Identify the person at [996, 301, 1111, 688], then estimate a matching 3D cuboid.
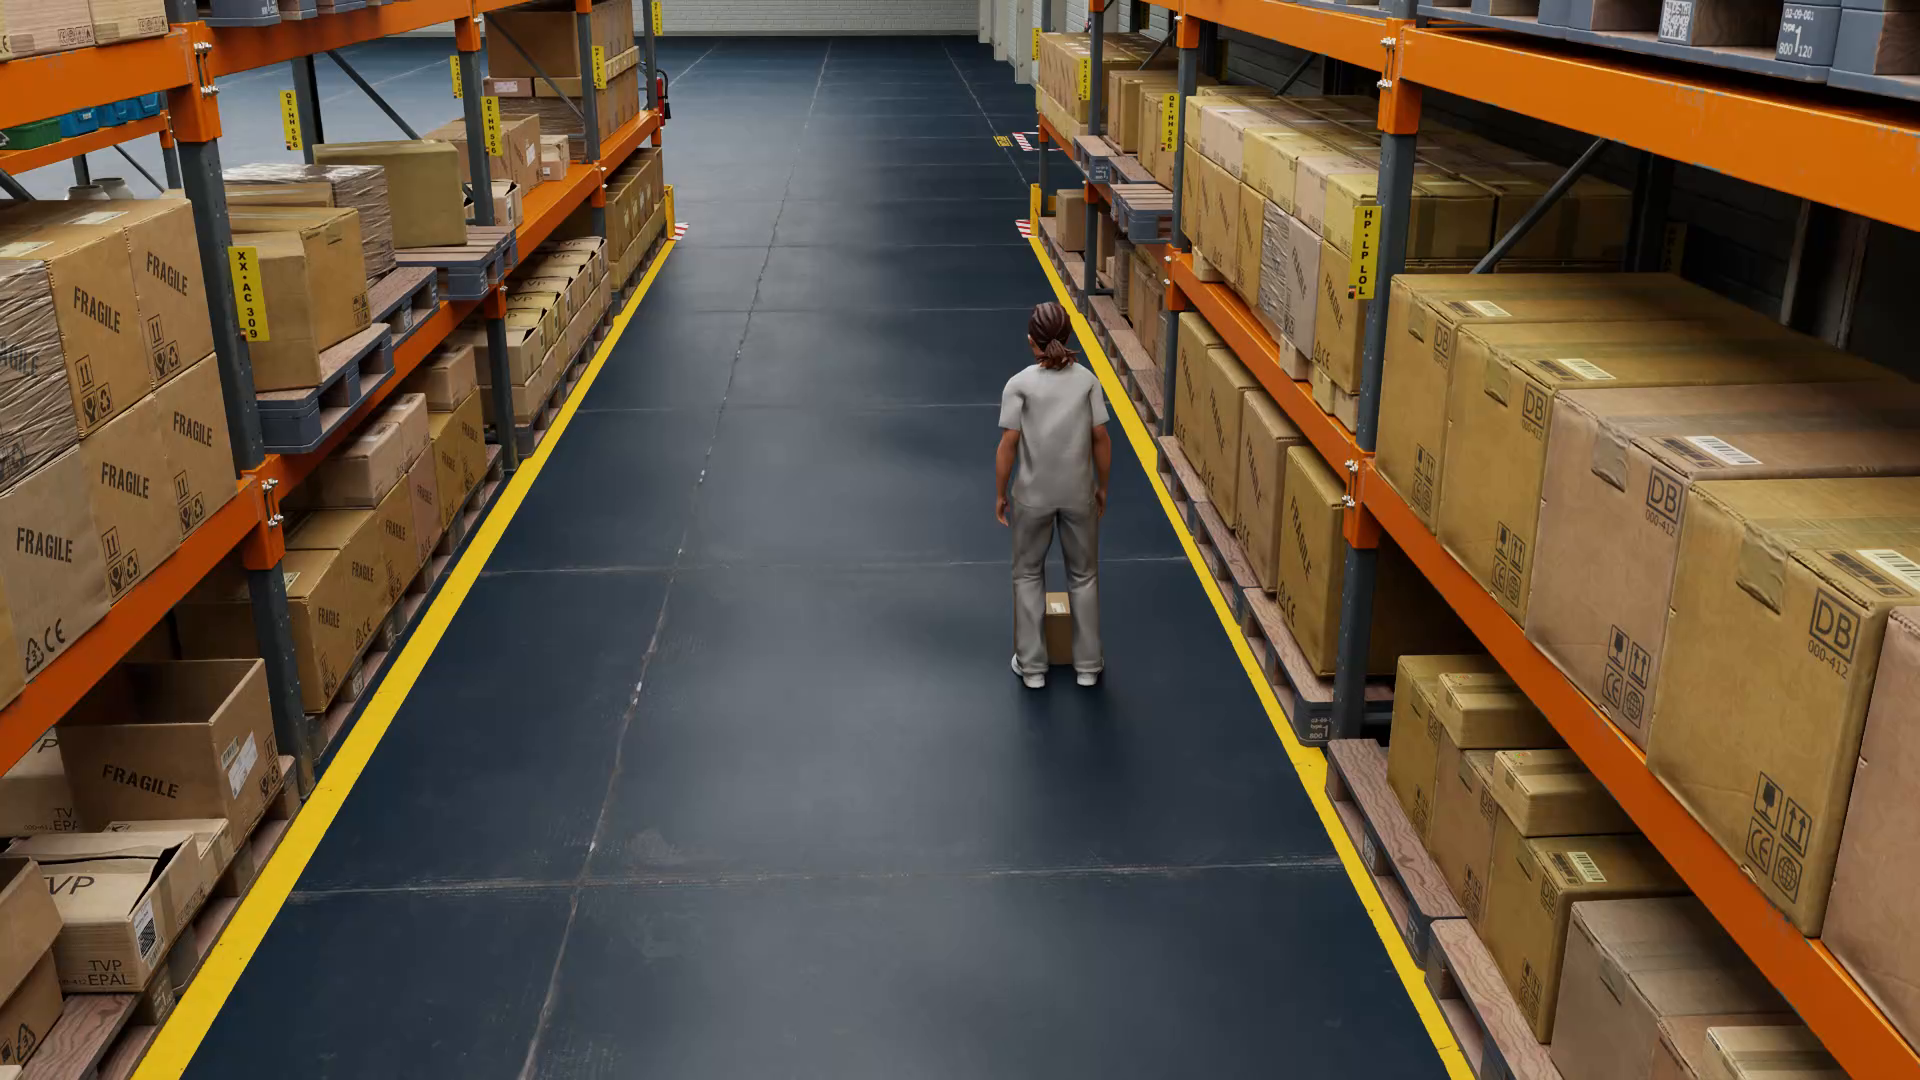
[{"bbox_3d":[0.401,-0.177,7.056,0.514,1.671,0.362,-2,21,-6],"label":"person"}]
